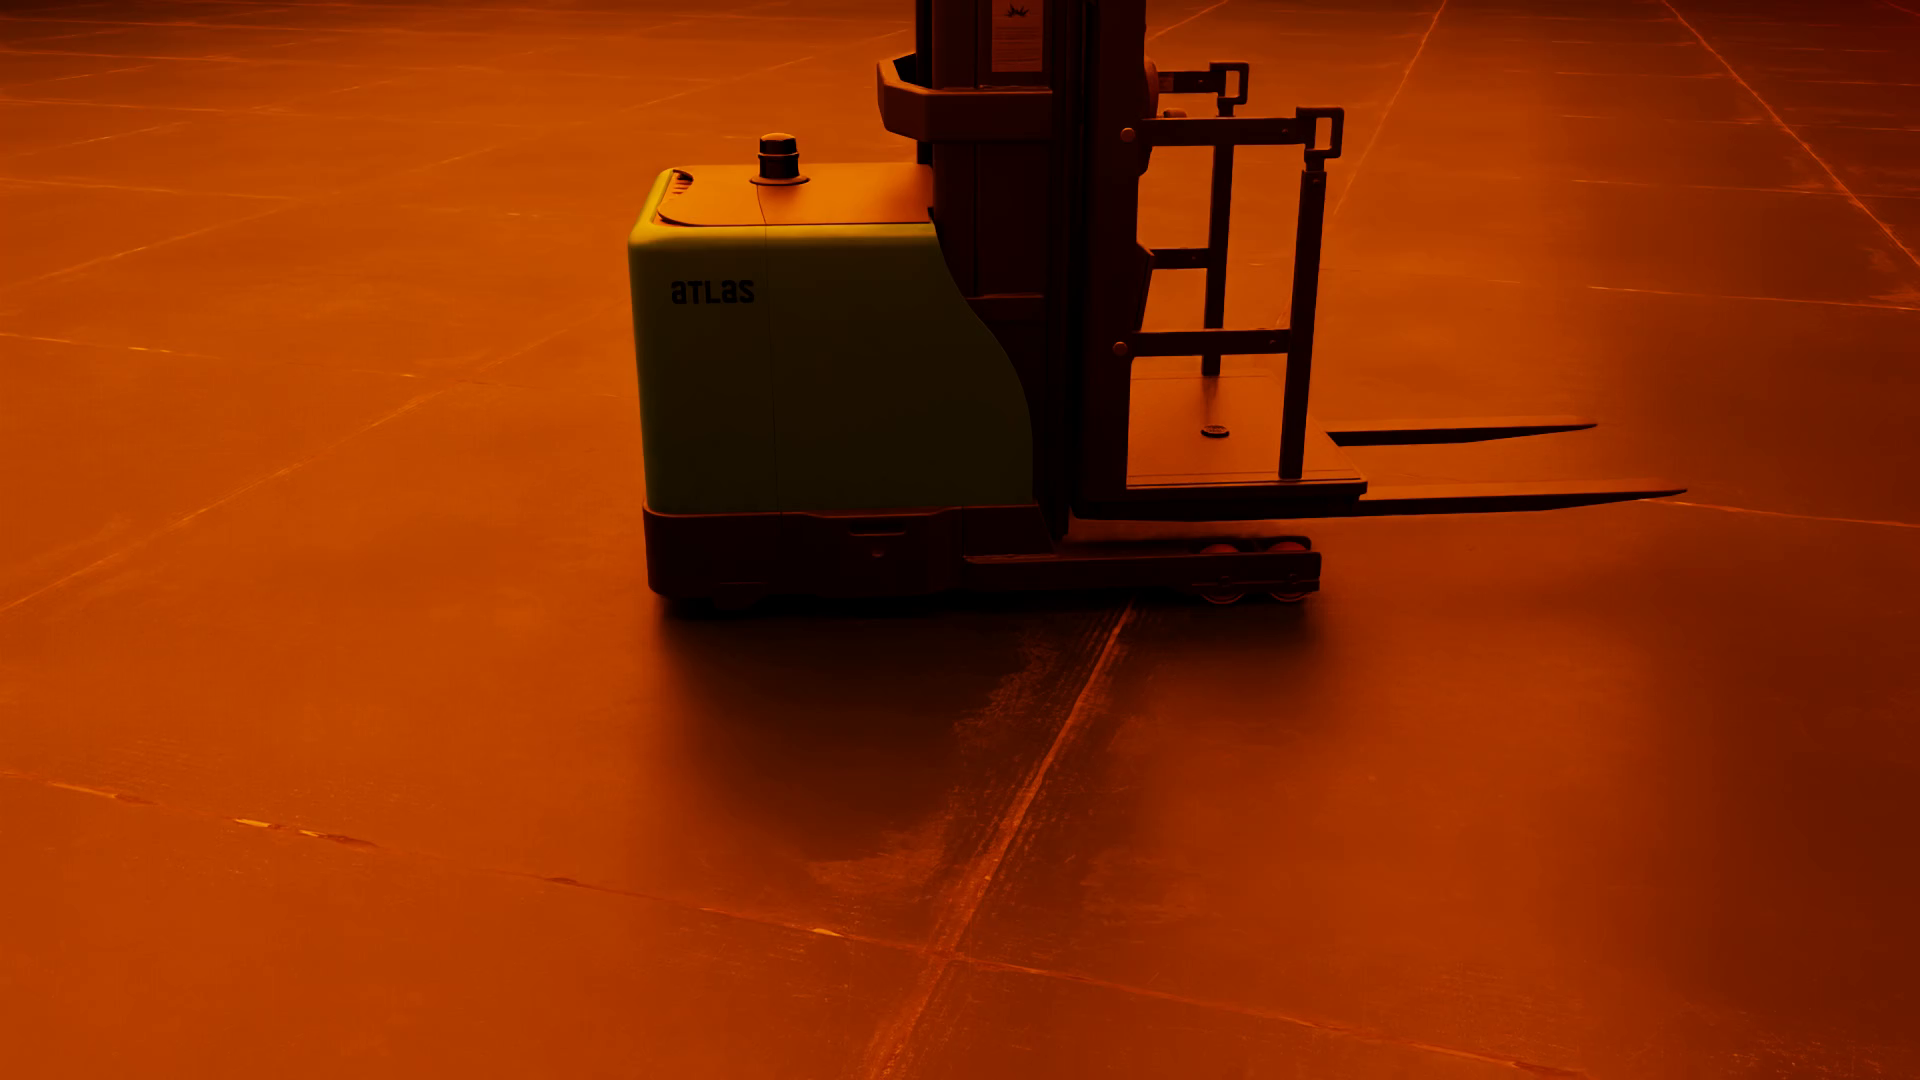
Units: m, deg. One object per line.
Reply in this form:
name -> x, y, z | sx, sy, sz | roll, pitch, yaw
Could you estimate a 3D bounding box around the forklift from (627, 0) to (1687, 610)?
forklift -> 0.606, -1.374, 4.608 | 3.031, 2.935, 1.130 | -2, 23, -4
